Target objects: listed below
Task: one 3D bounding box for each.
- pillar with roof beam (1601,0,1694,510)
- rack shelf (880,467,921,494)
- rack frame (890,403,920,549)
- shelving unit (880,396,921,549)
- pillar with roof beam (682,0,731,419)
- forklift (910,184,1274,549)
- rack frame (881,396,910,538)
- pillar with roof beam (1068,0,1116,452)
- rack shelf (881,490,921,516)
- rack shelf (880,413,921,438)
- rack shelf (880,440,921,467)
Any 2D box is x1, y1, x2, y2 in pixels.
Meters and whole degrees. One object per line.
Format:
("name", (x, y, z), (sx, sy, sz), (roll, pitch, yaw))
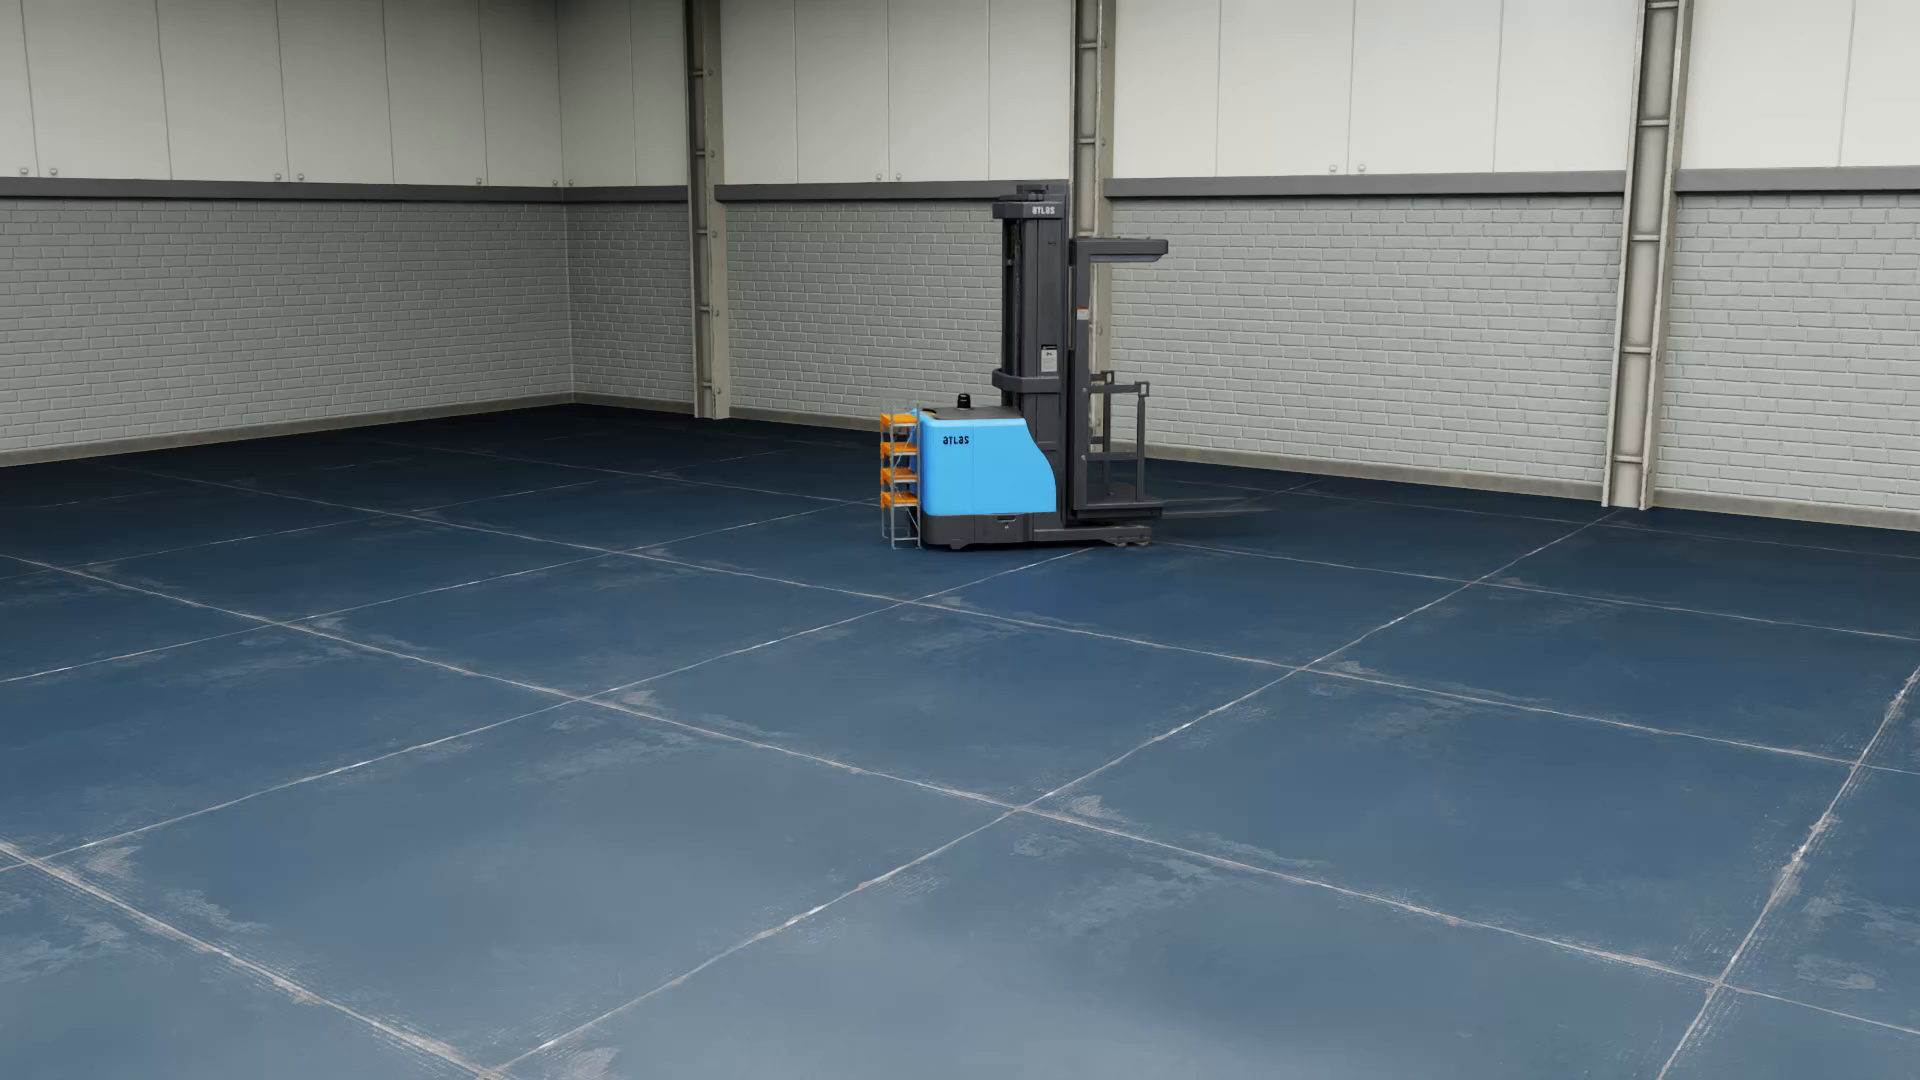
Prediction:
("pillar with roof beam", (3.752, -4.082, 11.438), (0.400, 9.000, 9.100), (8, 13, 36))
("rack shelf", (-0.494, -0.497, 13.793), (0.258, 0.148, 0.480), (-2, 11, -12))
("rack frame", (-0.444, -0.518, 13.546), (0.240, 1.200, 0.015), (-2, 11, -12))
("shelving unit", (-0.494, -0.563, 13.780), (0.258, 1.200, 0.503), (-2, 11, -12))
("pillar with roof beam", (-5.920, -5.431, 18.411), (0.400, 9.000, 9.100), (8, 13, 36))
("forklift", (1.127, -1.480, 13.961), (3.031, 2.935, 1.130), (-2, 11, -11))
("rack frame", (-0.545, -0.608, 14.015), (0.240, 1.200, 0.015), (-2, 11, -12))
("pillar with roof beam", (-1.084, -4.757, 14.925), (0.400, 9.000, 9.100), (8, 13, 36))
("rack shelf", (-0.494, -0.302, 13.831), (0.258, 0.148, 0.480), (-2, 11, -12))
("rack shelf", (-0.494, -0.949, 13.706), (0.258, 0.148, 0.480), (-2, 11, -12))
("rack shelf", (-0.494, -0.716, 13.751), (0.258, 0.148, 0.480), (-2, 11, -12))
